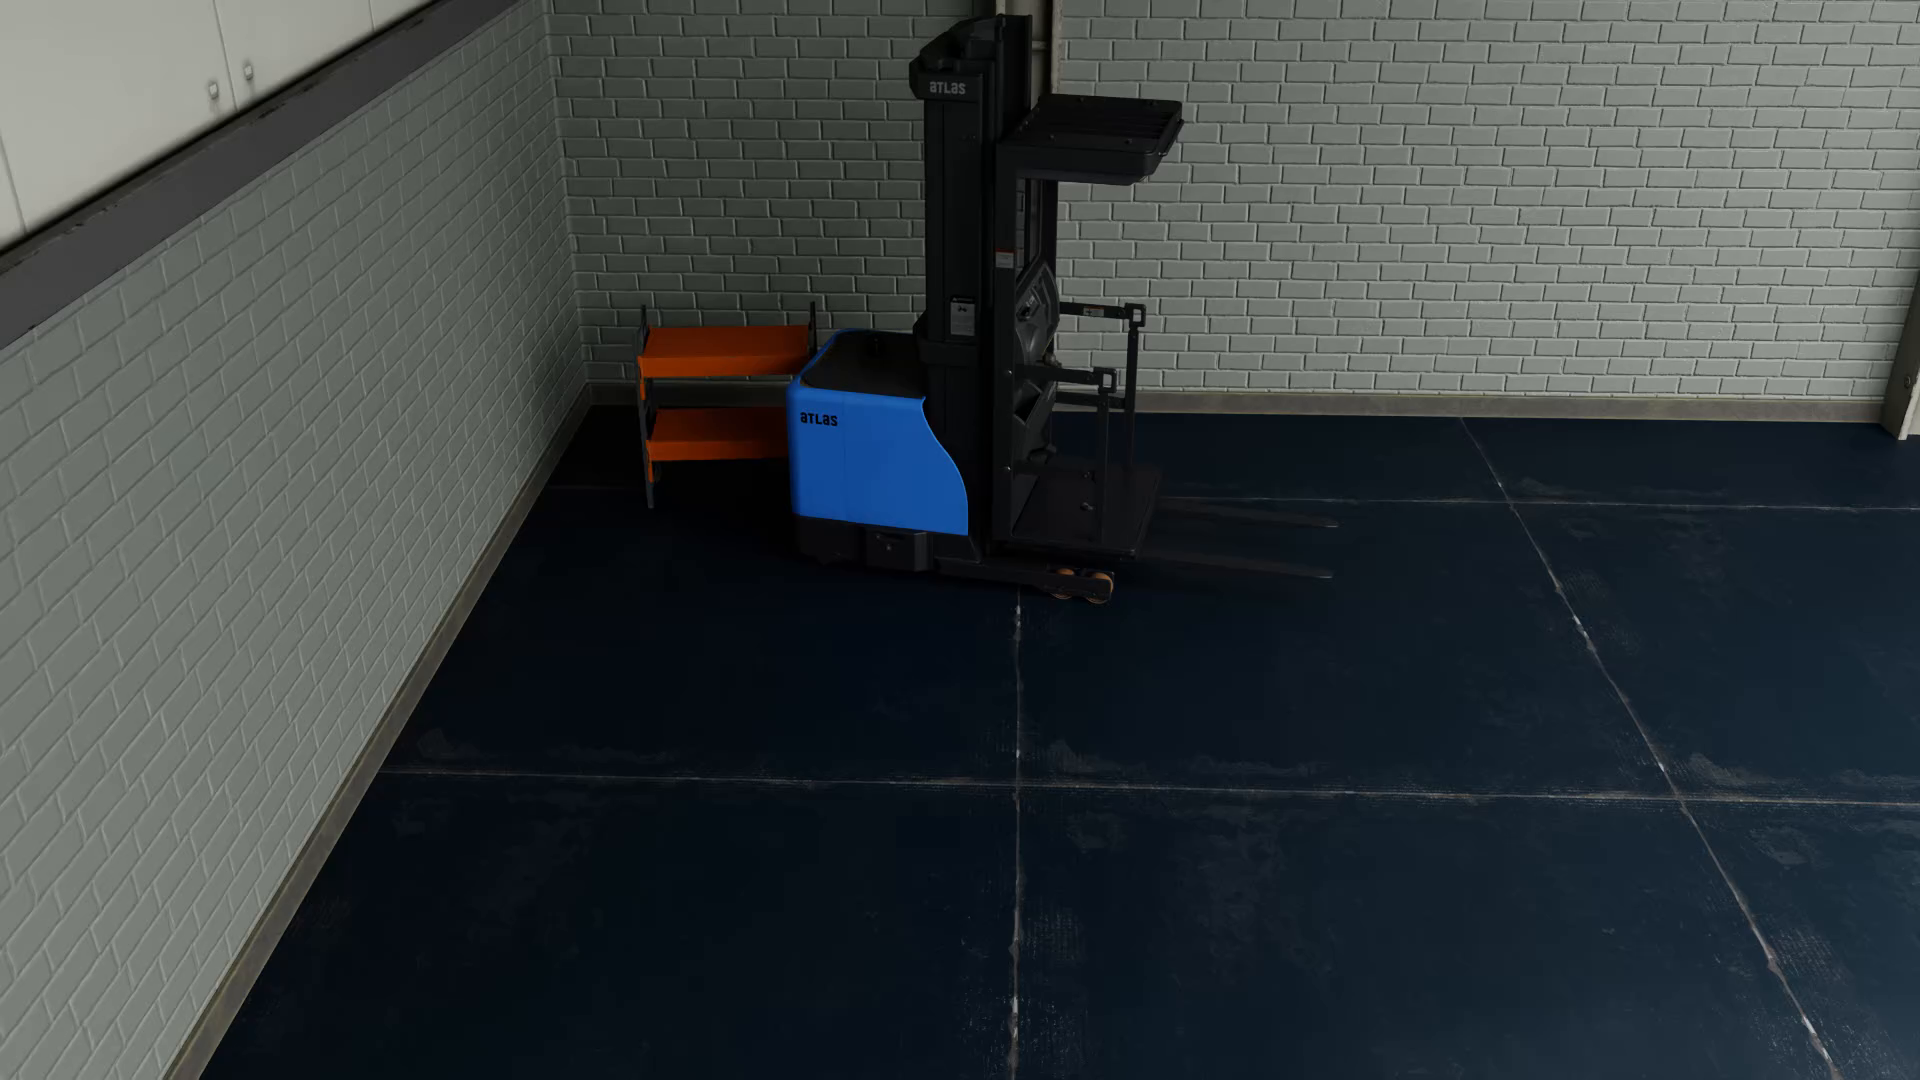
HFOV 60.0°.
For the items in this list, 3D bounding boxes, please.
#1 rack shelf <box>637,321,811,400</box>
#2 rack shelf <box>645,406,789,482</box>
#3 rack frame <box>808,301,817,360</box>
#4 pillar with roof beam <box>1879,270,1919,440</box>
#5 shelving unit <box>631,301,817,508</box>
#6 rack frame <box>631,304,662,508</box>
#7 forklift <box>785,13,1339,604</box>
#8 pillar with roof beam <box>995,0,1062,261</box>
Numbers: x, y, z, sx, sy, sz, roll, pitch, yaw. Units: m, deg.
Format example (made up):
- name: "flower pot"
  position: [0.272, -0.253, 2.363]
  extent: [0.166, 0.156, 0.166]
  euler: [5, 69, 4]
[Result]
- name: "rack shelf"
  position: [-1.388, -1.078, 9.957]
  extent: [1.000, 0.278, 0.538]
  euler: [-1, 28, -3]
- name: "rack shelf"
  position: [-1.388, -0.603, 10.209]
  extent: [1.000, 0.278, 0.538]
  euler: [-1, 28, -3]
- name: "rack frame"
  position: [-0.880, -0.832, 10.119]
  extent: [0.032, 1.125, 0.500]
  euler: [-1, 28, -3]
- name: "pillar with roof beam"
  position: [6.258, -2.695, 5.225]
  extent: [0.400, 9.000, 9.100]
  euler: [1, 28, 2]
- name: "shelving unit"
  position: [-1.388, -0.819, 10.094]
  extent: [1.048, 1.125, 0.538]
  euler: [-1, 28, -3]
- name: "rack frame"
  position: [-1.895, -0.806, 10.070]
  extent: [0.032, 1.125, 0.500]
  euler: [-1, 28, -3]
- name: "forklift"
  position: [0.605, -1.223, 8.928]
  extent: [3.031, 2.935, 1.130]
  euler: [7, 29, 13]
- name: "pillar with roof beam"
  position: [0.261, -2.794, 5.413]
  extent: [0.400, 9.000, 9.100]
  euler: [1, 28, 2]
